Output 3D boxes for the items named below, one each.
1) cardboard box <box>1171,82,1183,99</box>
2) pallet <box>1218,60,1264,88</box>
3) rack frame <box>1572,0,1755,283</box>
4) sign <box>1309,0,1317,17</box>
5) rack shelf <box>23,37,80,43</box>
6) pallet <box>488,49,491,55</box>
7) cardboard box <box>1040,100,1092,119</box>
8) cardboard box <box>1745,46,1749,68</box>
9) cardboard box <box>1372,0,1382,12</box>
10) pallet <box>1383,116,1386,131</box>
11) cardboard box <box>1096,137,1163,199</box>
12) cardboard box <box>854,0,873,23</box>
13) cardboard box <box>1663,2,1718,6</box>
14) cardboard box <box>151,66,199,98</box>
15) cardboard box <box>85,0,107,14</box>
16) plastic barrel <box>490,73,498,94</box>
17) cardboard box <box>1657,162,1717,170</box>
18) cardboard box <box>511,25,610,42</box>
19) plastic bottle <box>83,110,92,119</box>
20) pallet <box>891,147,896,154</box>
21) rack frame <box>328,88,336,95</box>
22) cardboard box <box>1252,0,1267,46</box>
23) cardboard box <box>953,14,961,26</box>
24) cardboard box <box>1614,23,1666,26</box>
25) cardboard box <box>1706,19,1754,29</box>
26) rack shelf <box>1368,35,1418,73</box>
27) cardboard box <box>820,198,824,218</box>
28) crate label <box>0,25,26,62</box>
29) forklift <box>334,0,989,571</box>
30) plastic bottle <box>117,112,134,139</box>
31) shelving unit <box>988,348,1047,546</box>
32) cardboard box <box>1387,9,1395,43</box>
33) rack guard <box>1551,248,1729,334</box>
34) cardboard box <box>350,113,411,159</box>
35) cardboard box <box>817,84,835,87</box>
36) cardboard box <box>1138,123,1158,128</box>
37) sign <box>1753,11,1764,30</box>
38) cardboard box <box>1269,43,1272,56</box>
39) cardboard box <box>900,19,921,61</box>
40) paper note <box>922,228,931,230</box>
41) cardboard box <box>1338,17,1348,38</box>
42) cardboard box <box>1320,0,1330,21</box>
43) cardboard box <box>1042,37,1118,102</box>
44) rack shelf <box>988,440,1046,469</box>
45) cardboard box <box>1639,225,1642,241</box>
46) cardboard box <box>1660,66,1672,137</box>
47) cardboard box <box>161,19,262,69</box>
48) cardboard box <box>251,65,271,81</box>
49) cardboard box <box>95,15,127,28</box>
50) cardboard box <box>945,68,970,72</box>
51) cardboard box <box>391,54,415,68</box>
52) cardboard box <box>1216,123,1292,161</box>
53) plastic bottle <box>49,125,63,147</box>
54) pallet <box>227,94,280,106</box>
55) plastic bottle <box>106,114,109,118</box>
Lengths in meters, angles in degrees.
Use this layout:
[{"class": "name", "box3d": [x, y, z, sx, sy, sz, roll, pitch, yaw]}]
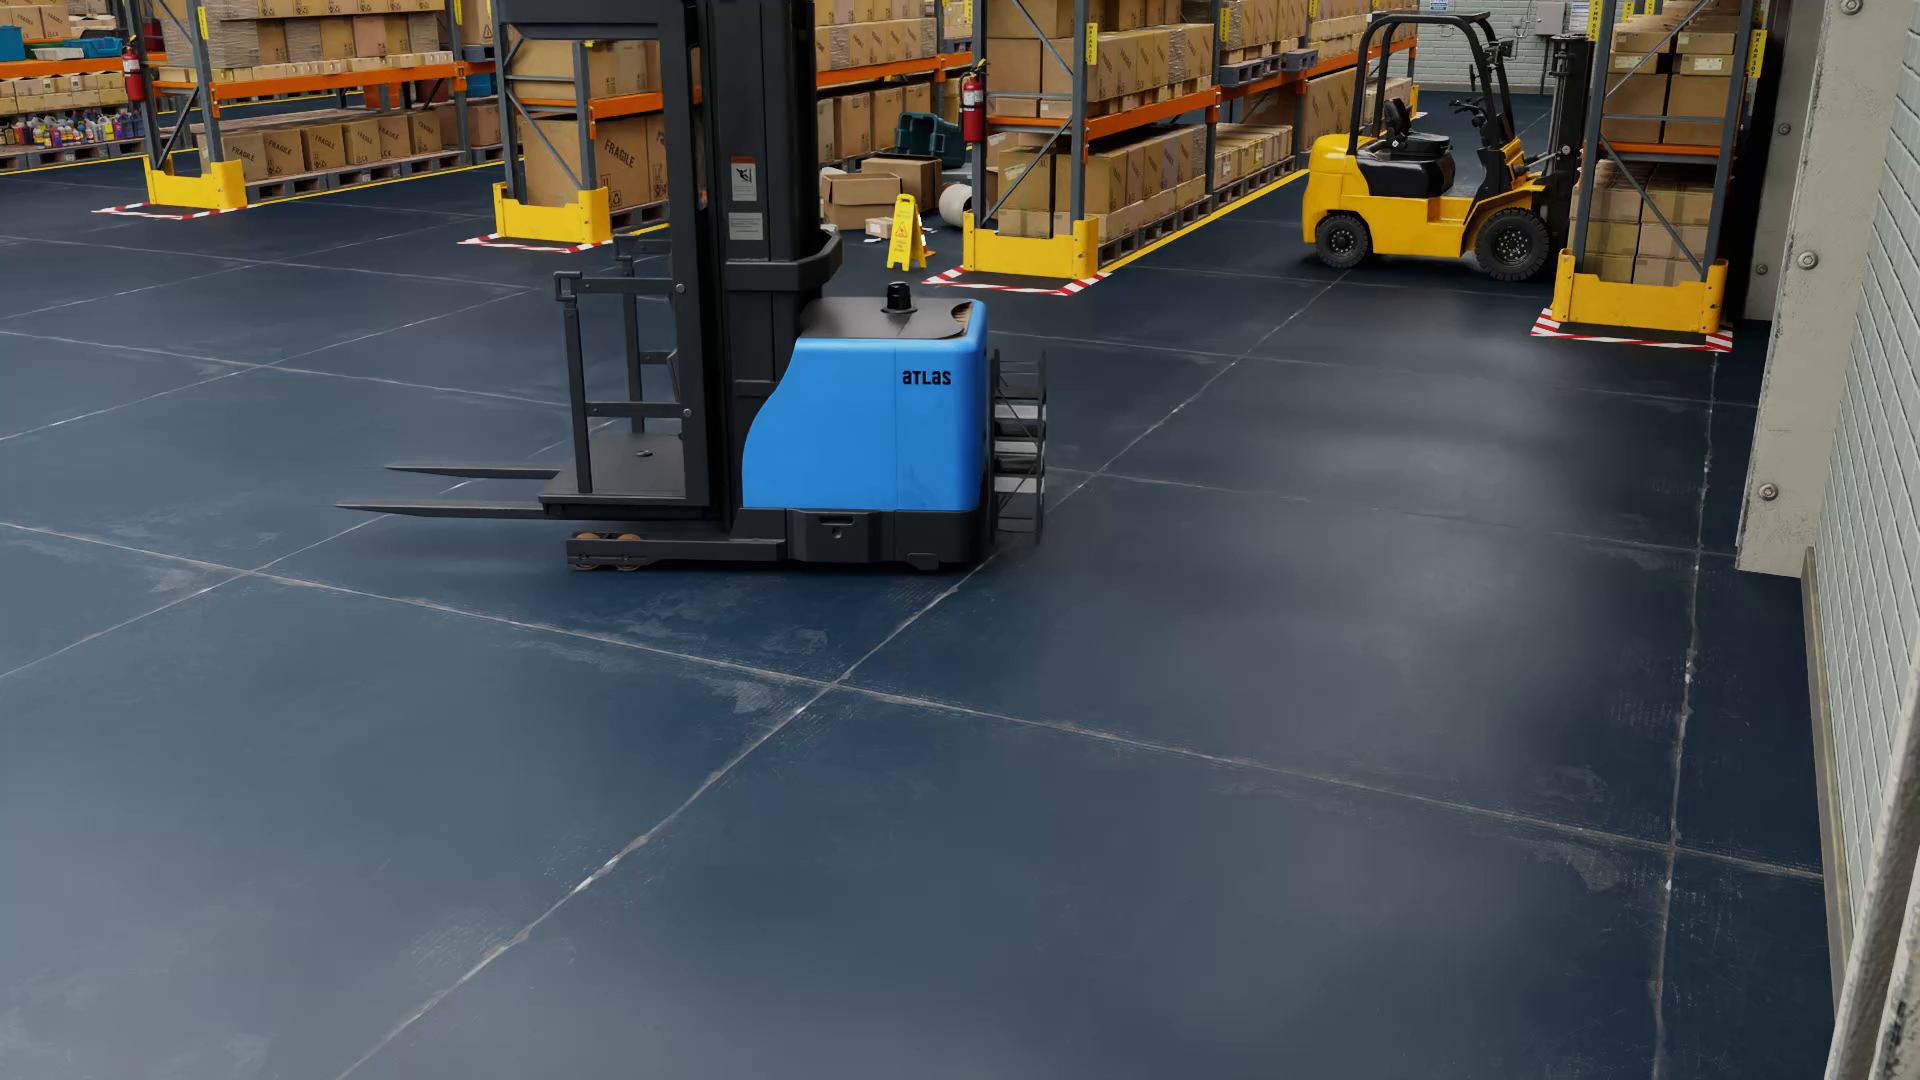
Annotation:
[{"class": "cardboard box", "box3d": [1.953, -4.398, 16.233, 0.380, 0.149, 0.250, 8, 21, 22]}, {"class": "pallet", "box3d": [2.665, -5.091, 18.092, 1.003, 0.211, 1.213, 9, 21, 23]}, {"class": "rack frame", "box3d": [5.111, -3.065, 12.109, 1.000, 3.000, 0.127, 9, 21, 23]}, {"class": "sign", "box3d": [4.356, -6.627, 20.516, 0.100, 0.325, 0.005, 9, 21, 23]}, {"class": "rack shelf", "box3d": [-15.039, -7.960, 26.948, 1.077, 0.370, 4.000, 9, 21, 23]}, {"class": "pallet", "box3d": [-5.957, -6.849, 23.036, 1.003, 0.211, 1.213, 9, 21, 23]}, {"class": "cardboard box", "box3d": [0.909, -3.702, 14.275, 0.380, 0.149, 0.250, 9, 21, 23]}, {"class": "cardboard box", "box3d": [5.971, -3.786, 13.021, 0.380, 0.149, 0.250, 9, 21, 23]}, {"class": "cardboard box", "box3d": [5.911, -8.043, 24.468, 0.500, 0.500, 0.500, 9, 21, 23]}, {"class": "pallet", "box3d": [6.376, -6.695, 26.479, 1.003, 0.211, 1.213, 9, 21, 23]}, {"class": "cardboard box", "box3d": [1.596, -3.529, 15.772, 0.500, 0.500, 0.500, 9, 21, 24]}, {"class": "cardboard box", "box3d": [-1.516, -6.752, 20.838, 0.700, 0.500, 0.500, 8, 21, 22]}, {"class": "cardboard box", "box3d": [9.411, -6.702, 21.562, 0.700, 0.500, 0.500, 9, 21, 23]}, {"class": "cardboard box", "box3d": [-13.773, -8.040, 29.173, 0.500, 0.500, 0.500, 10, 22, 25]}, {"class": "cardboard box", "box3d": [-17.262, -10.675, 32.887, 0.500, 0.500, 0.500, 9, 21, 23]}, {"class": "plastic barrel", "box3d": [-8.303, -8.497, 29.891, 0.600, 0.901, 0.708, 9, 21, 23]}, {"class": "cardboard box", "box3d": [6.113, -3.019, 13.967, 0.500, 0.250, 0.500, 8, 21, 22]}, {"class": "cardboard box", "box3d": [-3.789, -5.080, 15.942, 0.875, 0.550, 0.550, 9, 21, 23]}, {"class": "plastic bottle", "box3d": [-12.049, -5.776, 23.030, 0.144, 0.351, 0.185, 9, 22, 24]}, {"class": "pallet", "box3d": [-1.092, -5.294, 22.539, 1.003, 0.211, 1.213, 9, 21, 23]}, {"class": "rack frame", "box3d": [-12.582, -10.133, 31.985, 1.000, 3.000, 0.127, 9, 21, 23]}, {"class": "cardboard box", "box3d": [3.093, -5.759, 18.465, 0.500, 0.500, 0.500, 8, 21, 22]}, {"class": "cardboard box", "box3d": [-0.210, -7.261, 23.215, 0.380, 0.149, 0.250, 10, 22, 25]}, {"class": "cardboard box", "box3d": [5.497, -4.100, 13.459, 0.380, 0.149, 0.250, 9, 21, 24]}, {"class": "cardboard box", "box3d": [6.612, -4.402, 14.310, 0.380, 0.149, 0.250, 8, 21, 22]}, {"class": "rack shelf", "box3d": [6.314, -7.685, 26.176, 1.077, 0.370, 4.000, 9, 21, 23]}, {"class": "cardboard box", "box3d": [-1.362, -3.549, 17.552, 0.396, 0.266, 0.258, 13, 23, 32]}, {"class": "crate label", "box3d": [-12.471, -6.400, 21.436, 0.502, 0.435, 0.616, 9, 21, 23]}, {"class": "forklift", "box3d": [-1.394, -1.414, 7.572, 3.031, 2.935, 1.130, 1, 20, 3]}, {"class": "plastic bottle", "box3d": [-11.420, -5.671, 22.734, 0.144, 0.351, 0.185, 7, 21, 20]}, {"class": "shelving unit", "box3d": [0.272, -0.437, 7.854, 0.258, 0.900, 0.210, 2, 20, 6]}, {"class": "cardboard box", "box3d": [6.346, -7.872, 25.478, 0.500, 0.500, 0.500, 9, 21, 23]}, {"class": "rack guard", "box3d": [5.102, -1.879, 12.507, 1.175, 0.500, 0.348, 9, 21, 23]}, {"class": "cardboard box", "box3d": [-7.249, -5.054, 20.808, 0.500, 0.500, 0.500, 17, 26, 40]}, {"class": "cardboard box", "box3d": [-2.834, -8.435, 29.755, 0.875, 0.875, 0.875, 9, 21, 23]}, {"class": "cardboard box", "box3d": [1.732, -4.080, 17.321, 0.500, 0.500, 0.500, 10, 22, 25]}, {"class": "sign", "box3d": [7.256, -4.657, 15.176, 0.100, 0.325, 0.005, 9, 21, 23]}, {"class": "cardboard box", "box3d": [3.376, -5.653, 19.134, 0.380, 0.149, 0.250, 8, 21, 21]}, {"class": "cardboard box", "box3d": [-0.845, -6.559, 21.785, 0.500, 0.500, 0.500, 9, 21, 23]}, {"class": "paper note", "box3d": [-0.363, -3.141, 16.773, 0.148, 0.019, 0.142, 18, 26, 41]}, {"class": "cardboard box", "box3d": [4.938, -6.938, 22.478, 0.500, 0.250, 0.500, 9, 21, 24]}, {"class": "cardboard box", "box3d": [4.477, -6.978, 21.473, 0.500, 0.500, 0.500, 9, 21, 23]}, {"class": "cardboard box", "box3d": [1.028, -4.038, 14.255, 0.500, 0.500, 0.500, 8, 21, 22]}, {"class": "rack shelf", "box3d": [0.272, -0.405, 7.865, 0.258, 0.077, 0.200, 2, 20, 6]}, {"class": "cardboard box", "box3d": [5.241, -2.546, 13.382, 0.500, 0.250, 0.500, 8, 21, 22]}, {"class": "cardboard box", "box3d": [5.294, -3.455, 13.059, 0.500, 0.500, 0.500, 9, 22, 24]}, {"class": "cardboard box", "box3d": [-8.209, -5.456, 18.240, 0.875, 0.500, 0.500, 9, 21, 23]}, {"class": "cardboard box", "box3d": [-7.889, -5.188, 18.456, 0.380, 0.149, 0.250, 9, 21, 23]}, {"class": "cardboard box", "box3d": [-14.409, -8.763, 28.266, 0.500, 0.311, 0.500, 10, 22, 26]}, {"class": "cardboard box", "box3d": [-0.034, -6.926, 24.953, 0.500, 0.250, 0.500, 9, 22, 25]}, {"class": "cardboard box", "box3d": [-6.910, -5.868, 20.366, 0.380, 0.149, 0.250, 9, 21, 23]}, {"class": "cardboard box", "box3d": [3.617, -4.978, 20.786, 0.950, 0.372, 0.625, 7, 21, 19]}, {"class": "plastic bottle", "box3d": [-11.842, -5.289, 21.763, 0.061, 0.283, 0.133, 9, 21, 24]}, {"class": "pallet", "box3d": [-13.379, -8.191, 30.686, 1.003, 0.211, 1.213, 9, 21, 23]}, {"class": "plastic bottle", "box3d": [-11.881, -5.780, 23.142, 0.061, 0.283, 0.133, 9, 21, 23]}]
